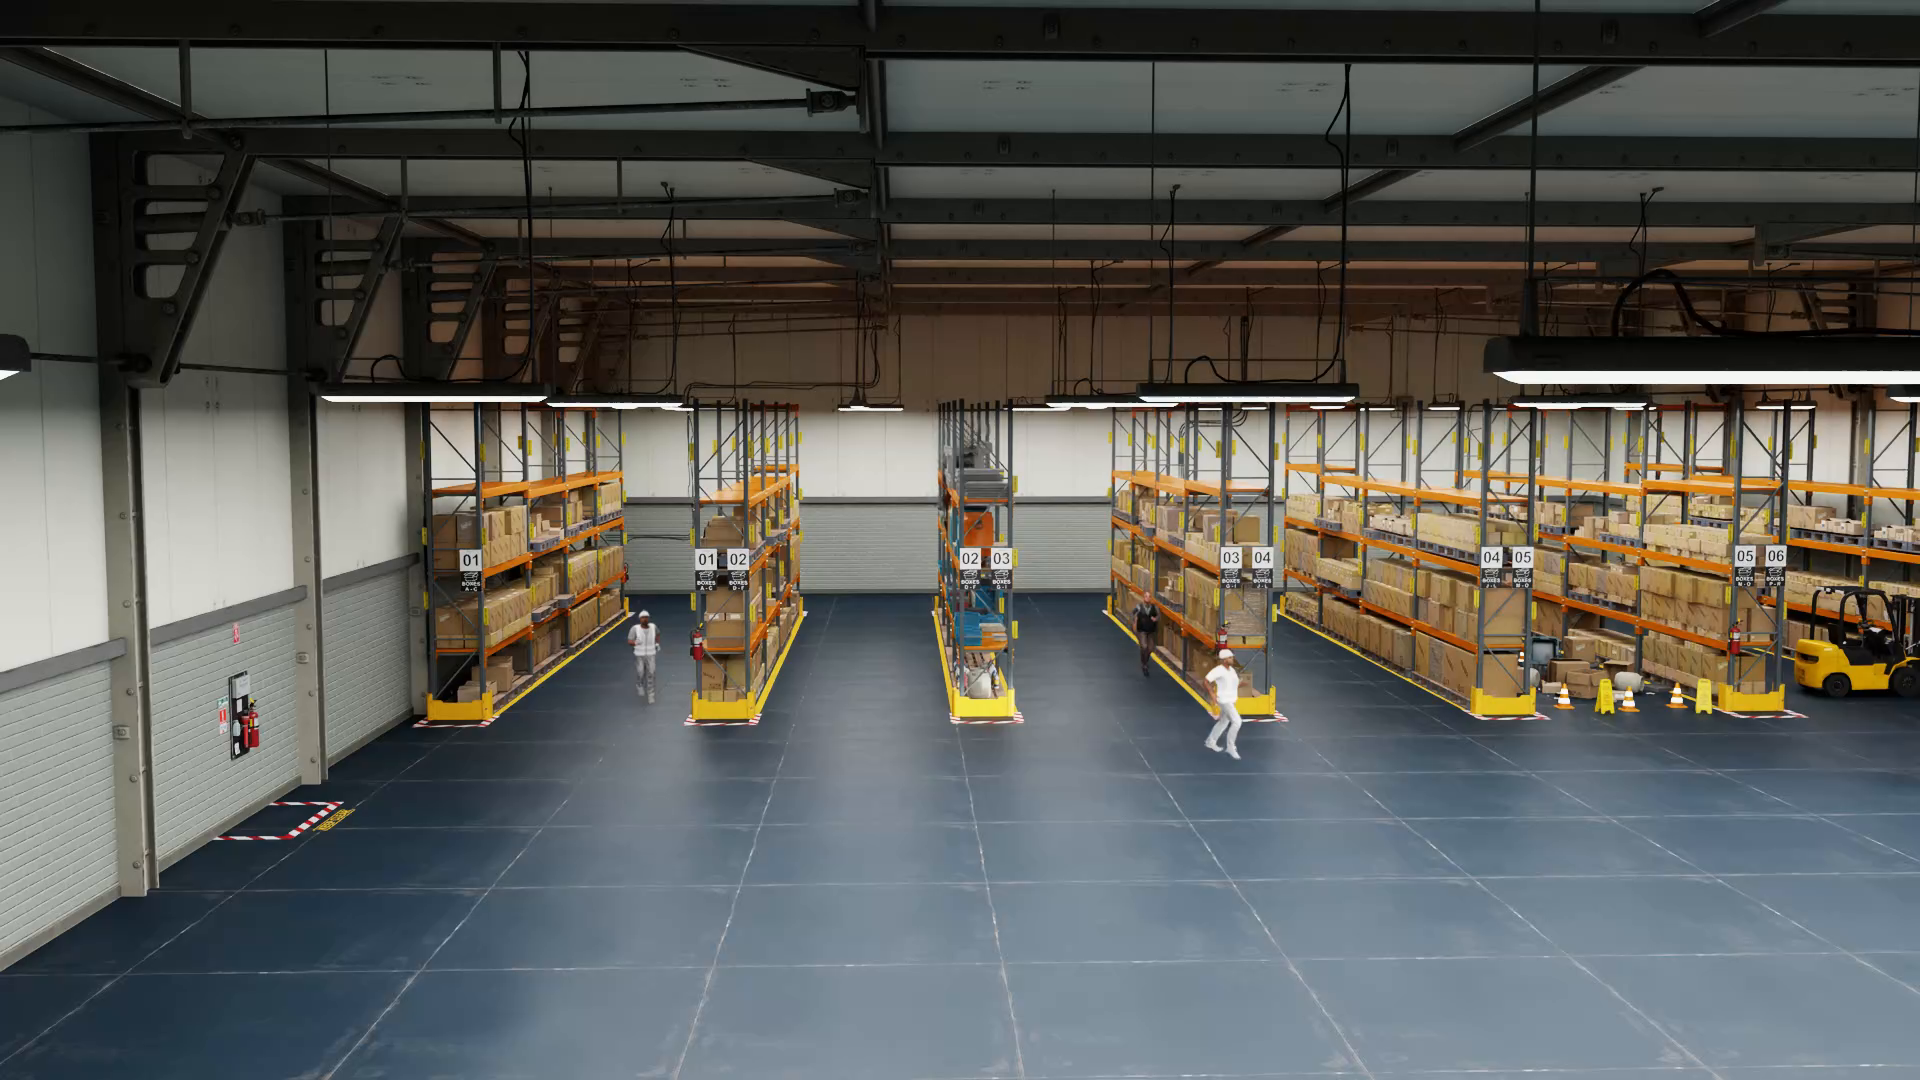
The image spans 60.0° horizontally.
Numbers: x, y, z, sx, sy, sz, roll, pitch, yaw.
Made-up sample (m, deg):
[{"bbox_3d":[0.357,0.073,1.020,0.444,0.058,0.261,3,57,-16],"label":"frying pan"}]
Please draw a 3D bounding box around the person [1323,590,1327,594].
[{"bbox_3d":[10.703,1.224,48.597,0.680,1.651,0.505,-3,6,-39],"label":"person"}]

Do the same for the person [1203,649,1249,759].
[{"bbox_3d":[4.450,2.732,27.778,0.765,1.818,0.676,2,5,29],"label":"person"}]

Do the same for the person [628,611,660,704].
[{"bbox_3d":[-6.250,2.294,32.990,0.675,1.786,0.967,-1,5,-18],"label":"person"}]

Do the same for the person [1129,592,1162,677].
[{"bbox_3d":[3.998,1.996,35.608,0.646,1.759,0.800,-1,4,-11],"label":"person"}]
